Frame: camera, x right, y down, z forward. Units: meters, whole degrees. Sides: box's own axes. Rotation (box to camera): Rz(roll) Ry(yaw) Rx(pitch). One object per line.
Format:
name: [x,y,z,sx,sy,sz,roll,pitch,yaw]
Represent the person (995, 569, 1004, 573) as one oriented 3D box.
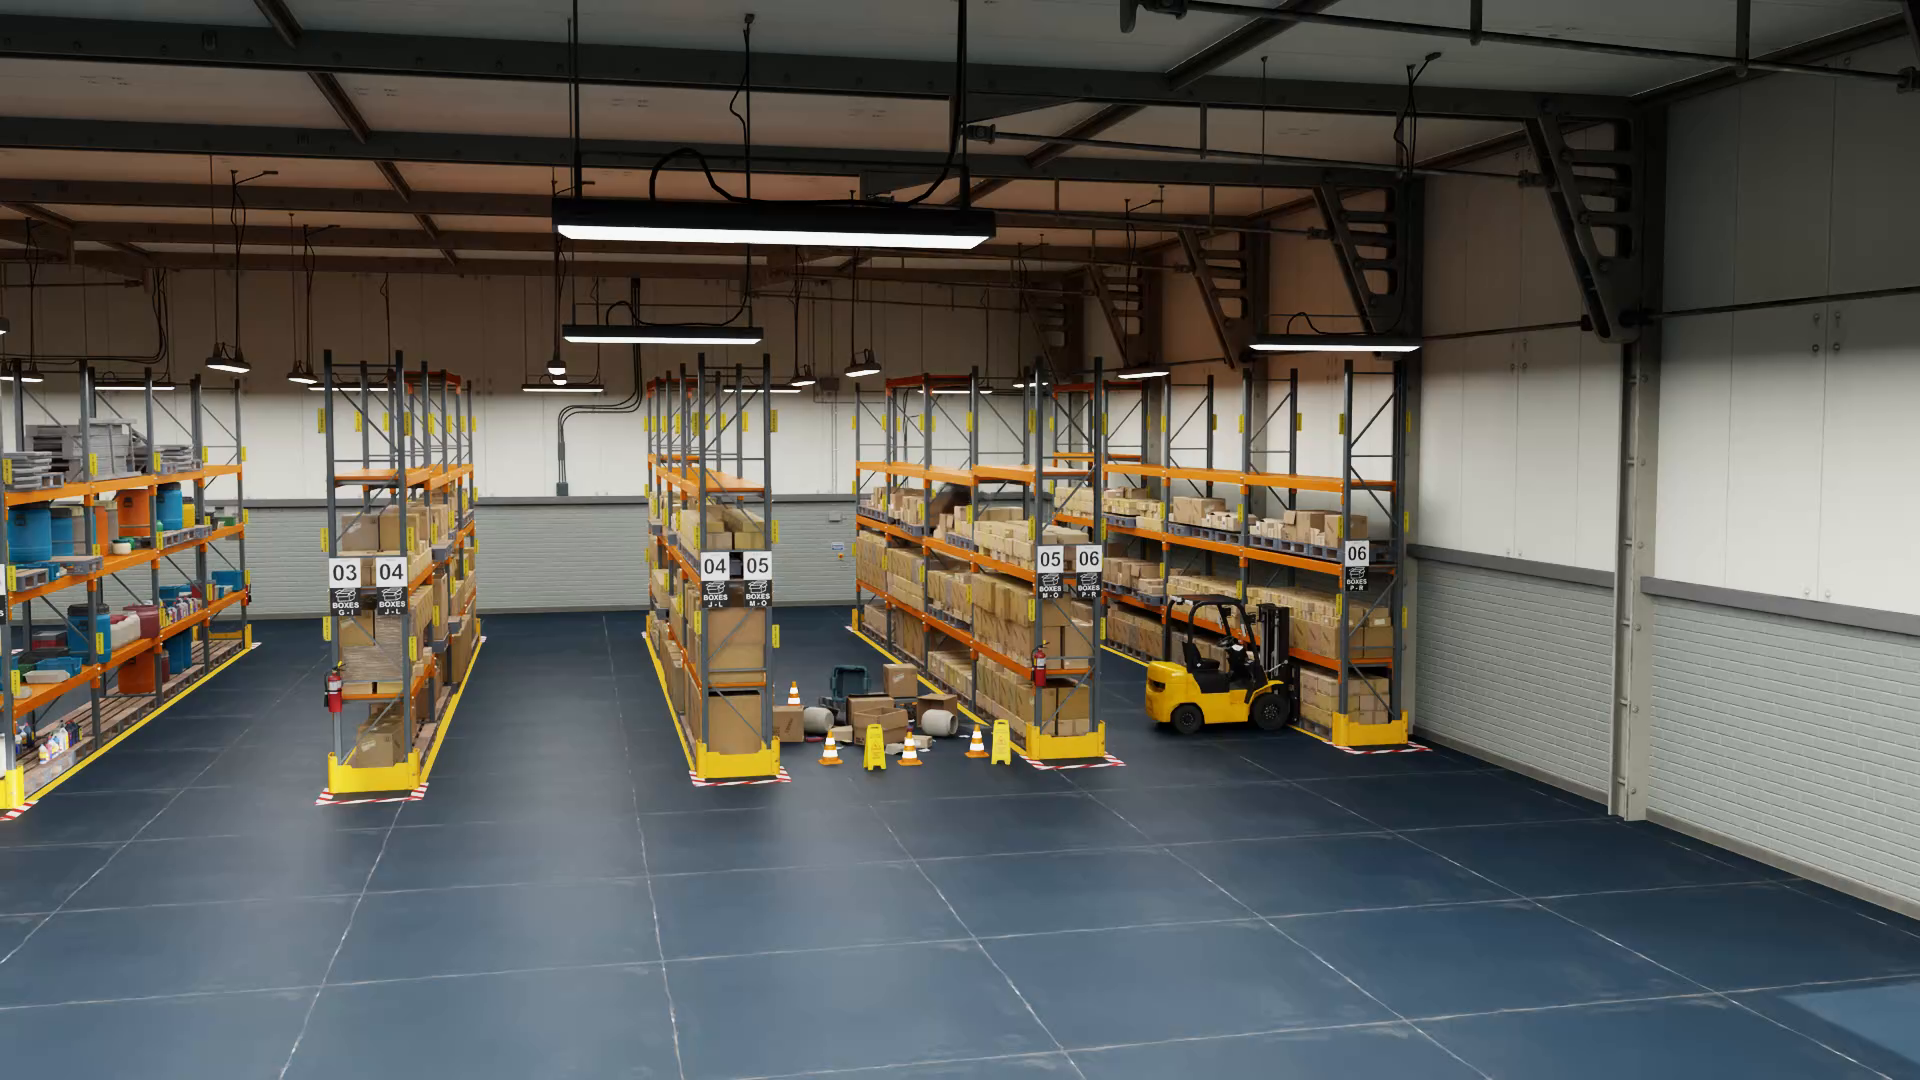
person: [1.166,1.128,42.908,0.593,1.704,1.041,0,4,-2]
